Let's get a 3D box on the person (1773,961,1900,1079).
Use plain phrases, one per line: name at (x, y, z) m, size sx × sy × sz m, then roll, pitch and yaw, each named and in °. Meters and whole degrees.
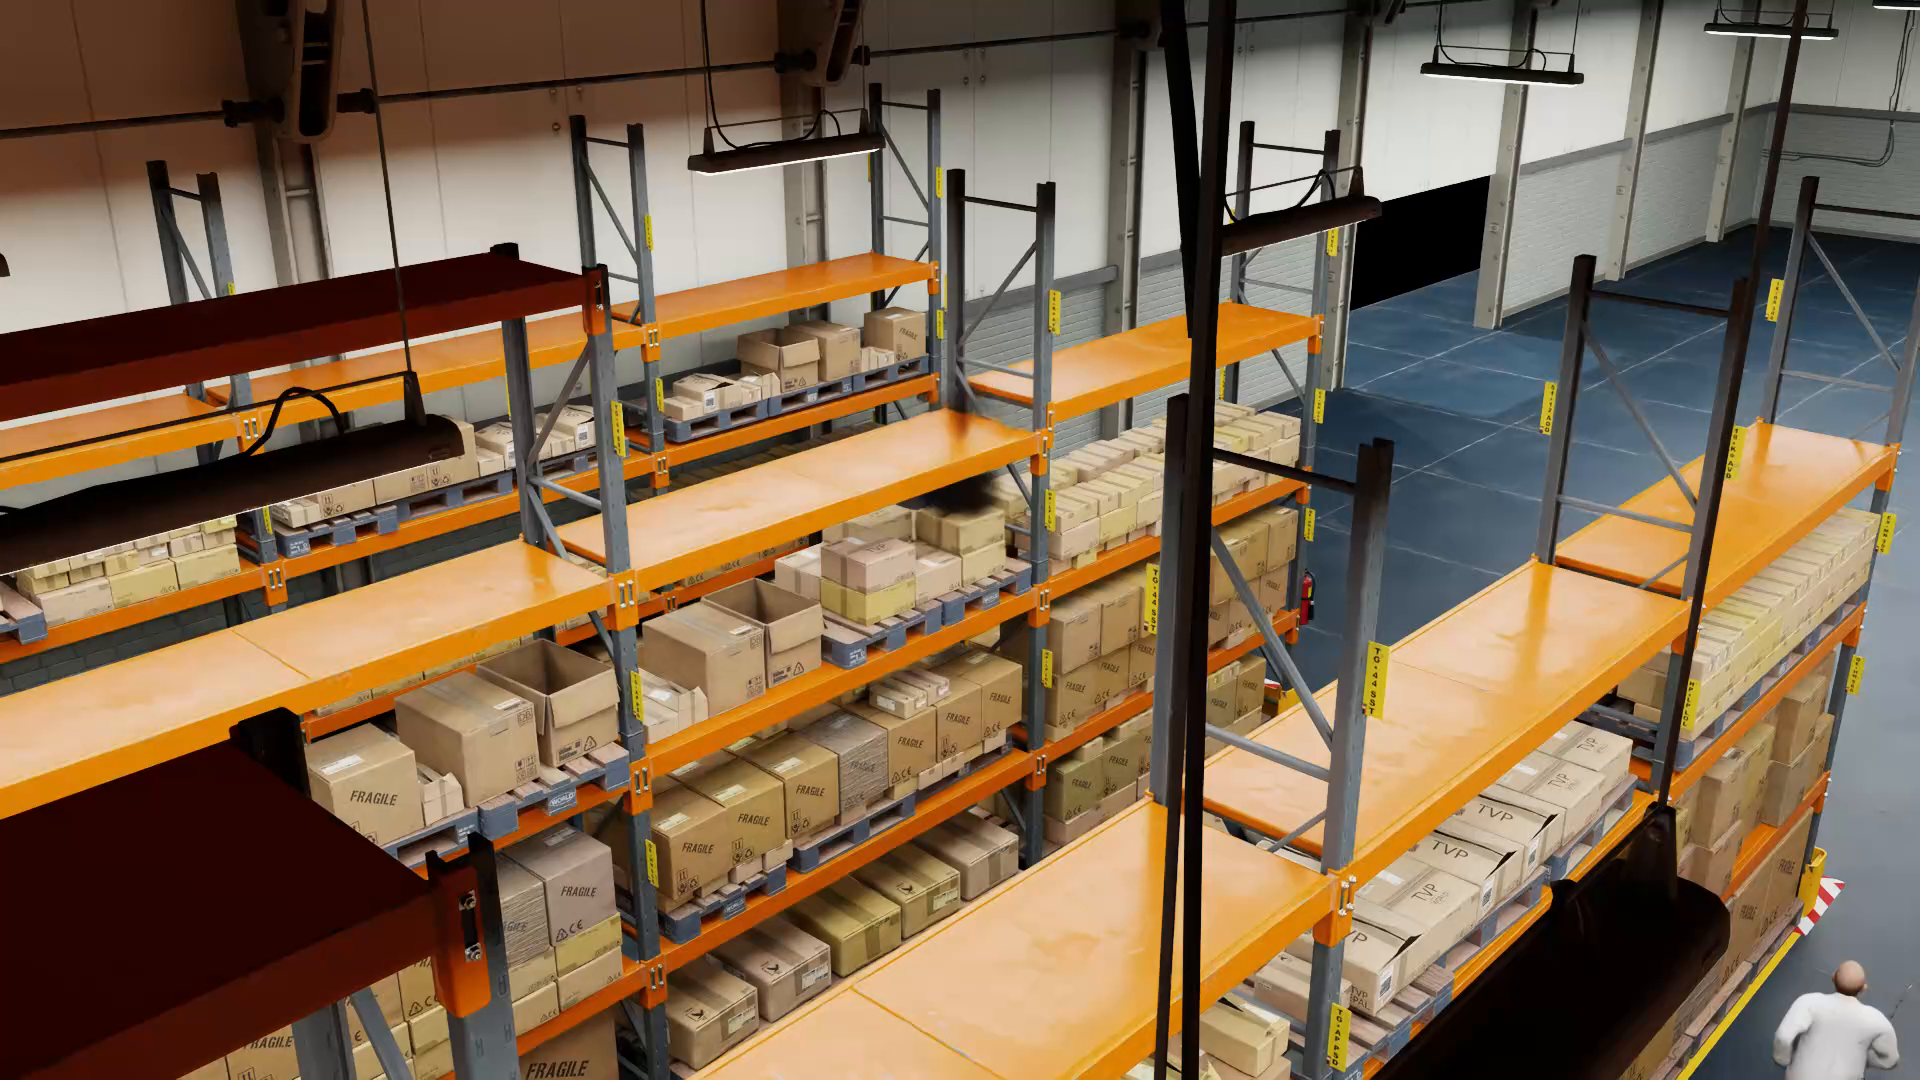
person at (5.492, 3.524, 10.547) m, size 0.699 × 1.741 × 0.933 m, roll 12°, pitch 24°, yaw 29°
